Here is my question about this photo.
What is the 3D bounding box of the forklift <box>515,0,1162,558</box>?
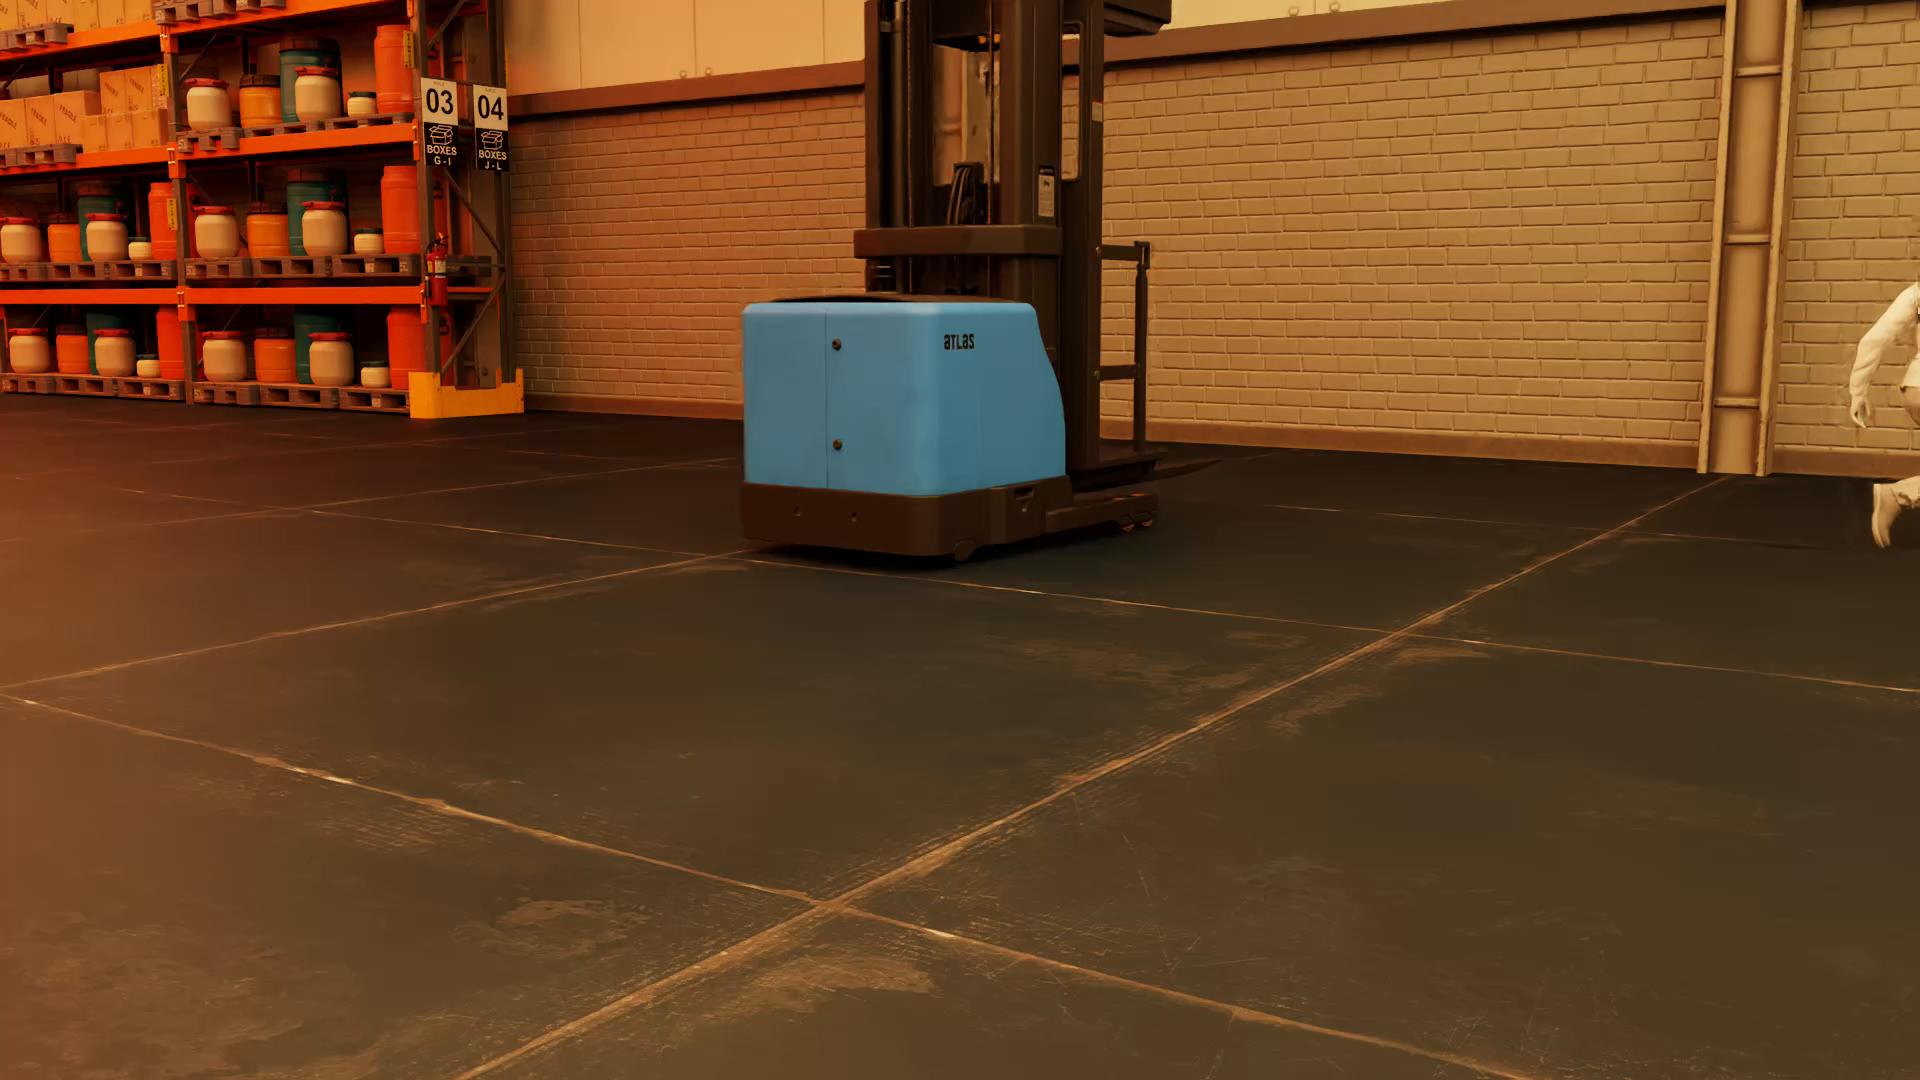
[{"bbox_3d":[-0.636,-1.486,7.643,3.031,2.935,1.130,3,9,22],"label":"forklift"}]
